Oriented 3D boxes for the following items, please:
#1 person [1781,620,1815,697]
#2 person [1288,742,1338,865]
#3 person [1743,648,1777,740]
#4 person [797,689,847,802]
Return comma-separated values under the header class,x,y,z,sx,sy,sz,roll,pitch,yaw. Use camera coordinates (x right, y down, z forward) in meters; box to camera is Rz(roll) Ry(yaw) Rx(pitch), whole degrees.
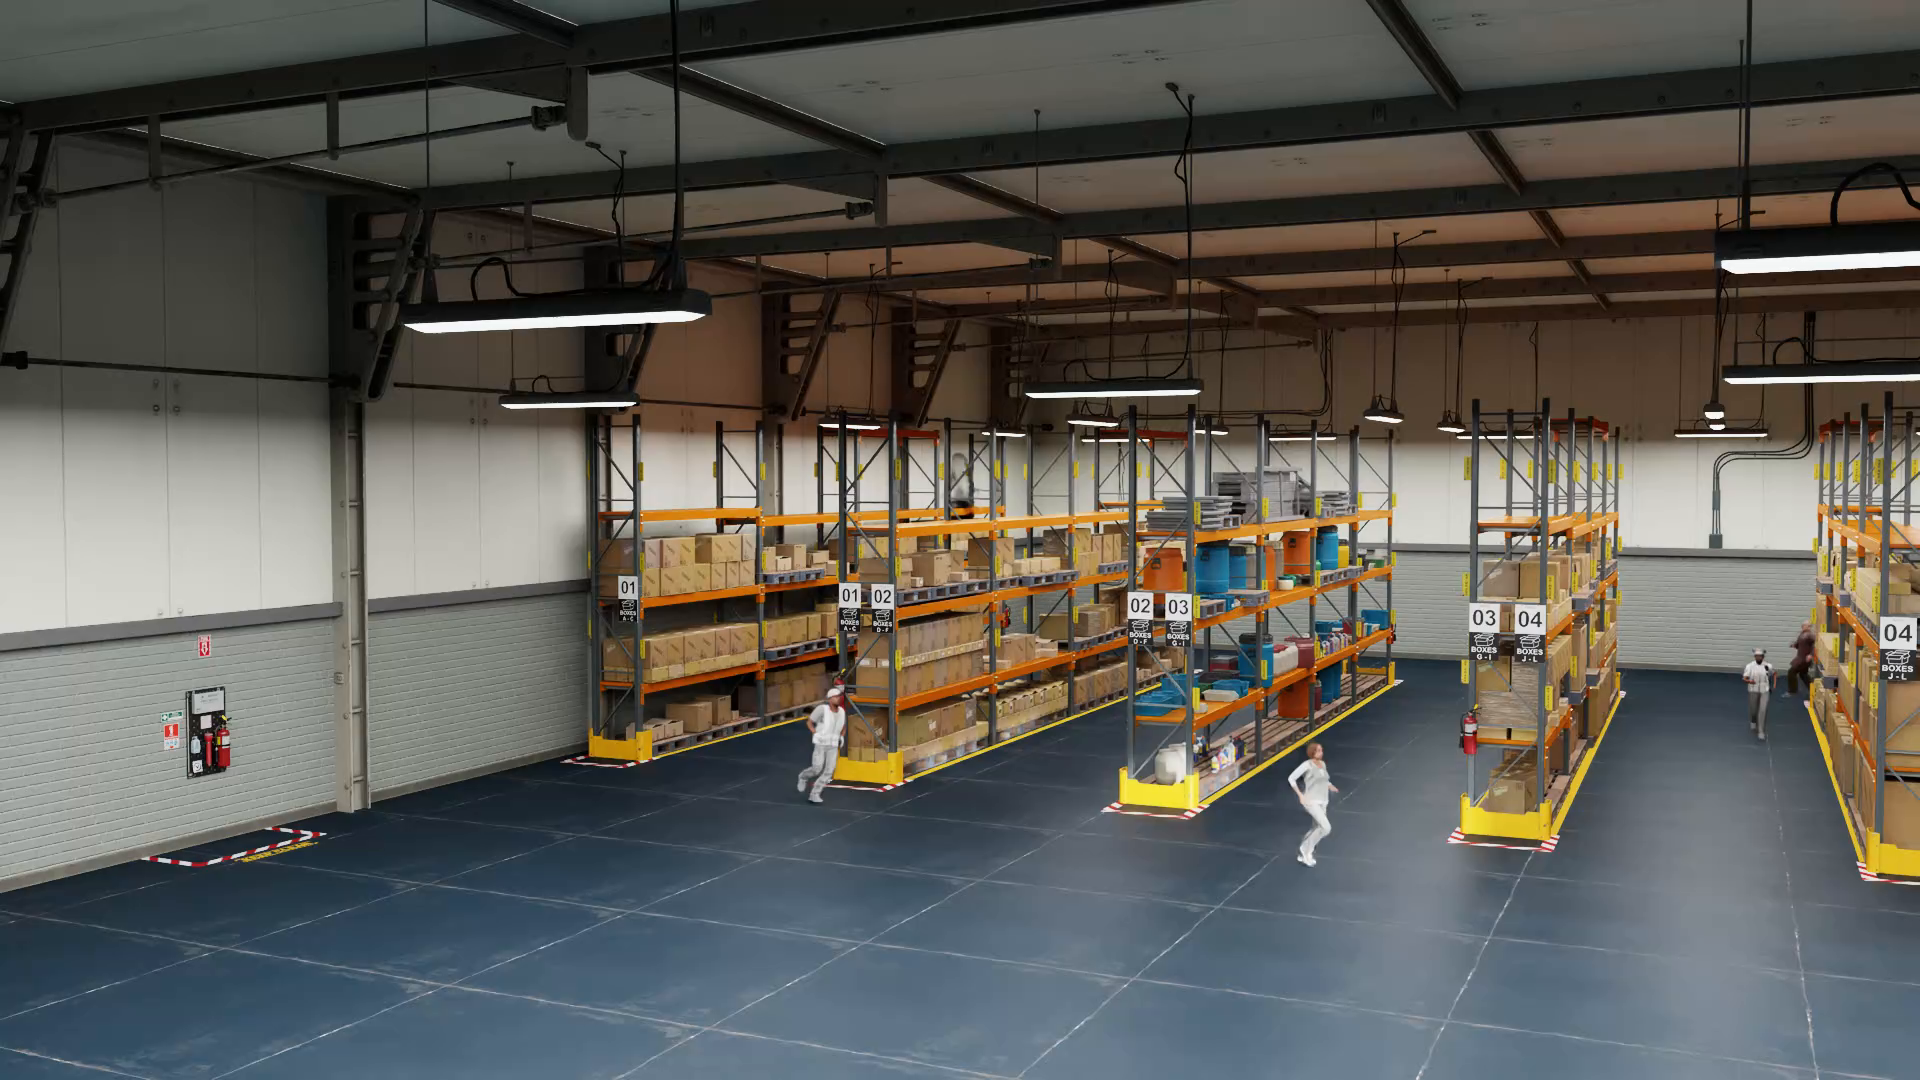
class,x,y,z,sx,sy,sz,roll,pitch,yaw
person,18.550,2.641,36.648,0.795,1.772,0.701,1,3,28
person,4.494,3.336,20.979,0.511,1.564,0.621,-2,3,-43
person,15.027,2.854,31.243,0.593,1.660,1.020,1,3,25
person,-2.060,3.112,25.460,0.729,1.695,0.669,-2,3,-34
